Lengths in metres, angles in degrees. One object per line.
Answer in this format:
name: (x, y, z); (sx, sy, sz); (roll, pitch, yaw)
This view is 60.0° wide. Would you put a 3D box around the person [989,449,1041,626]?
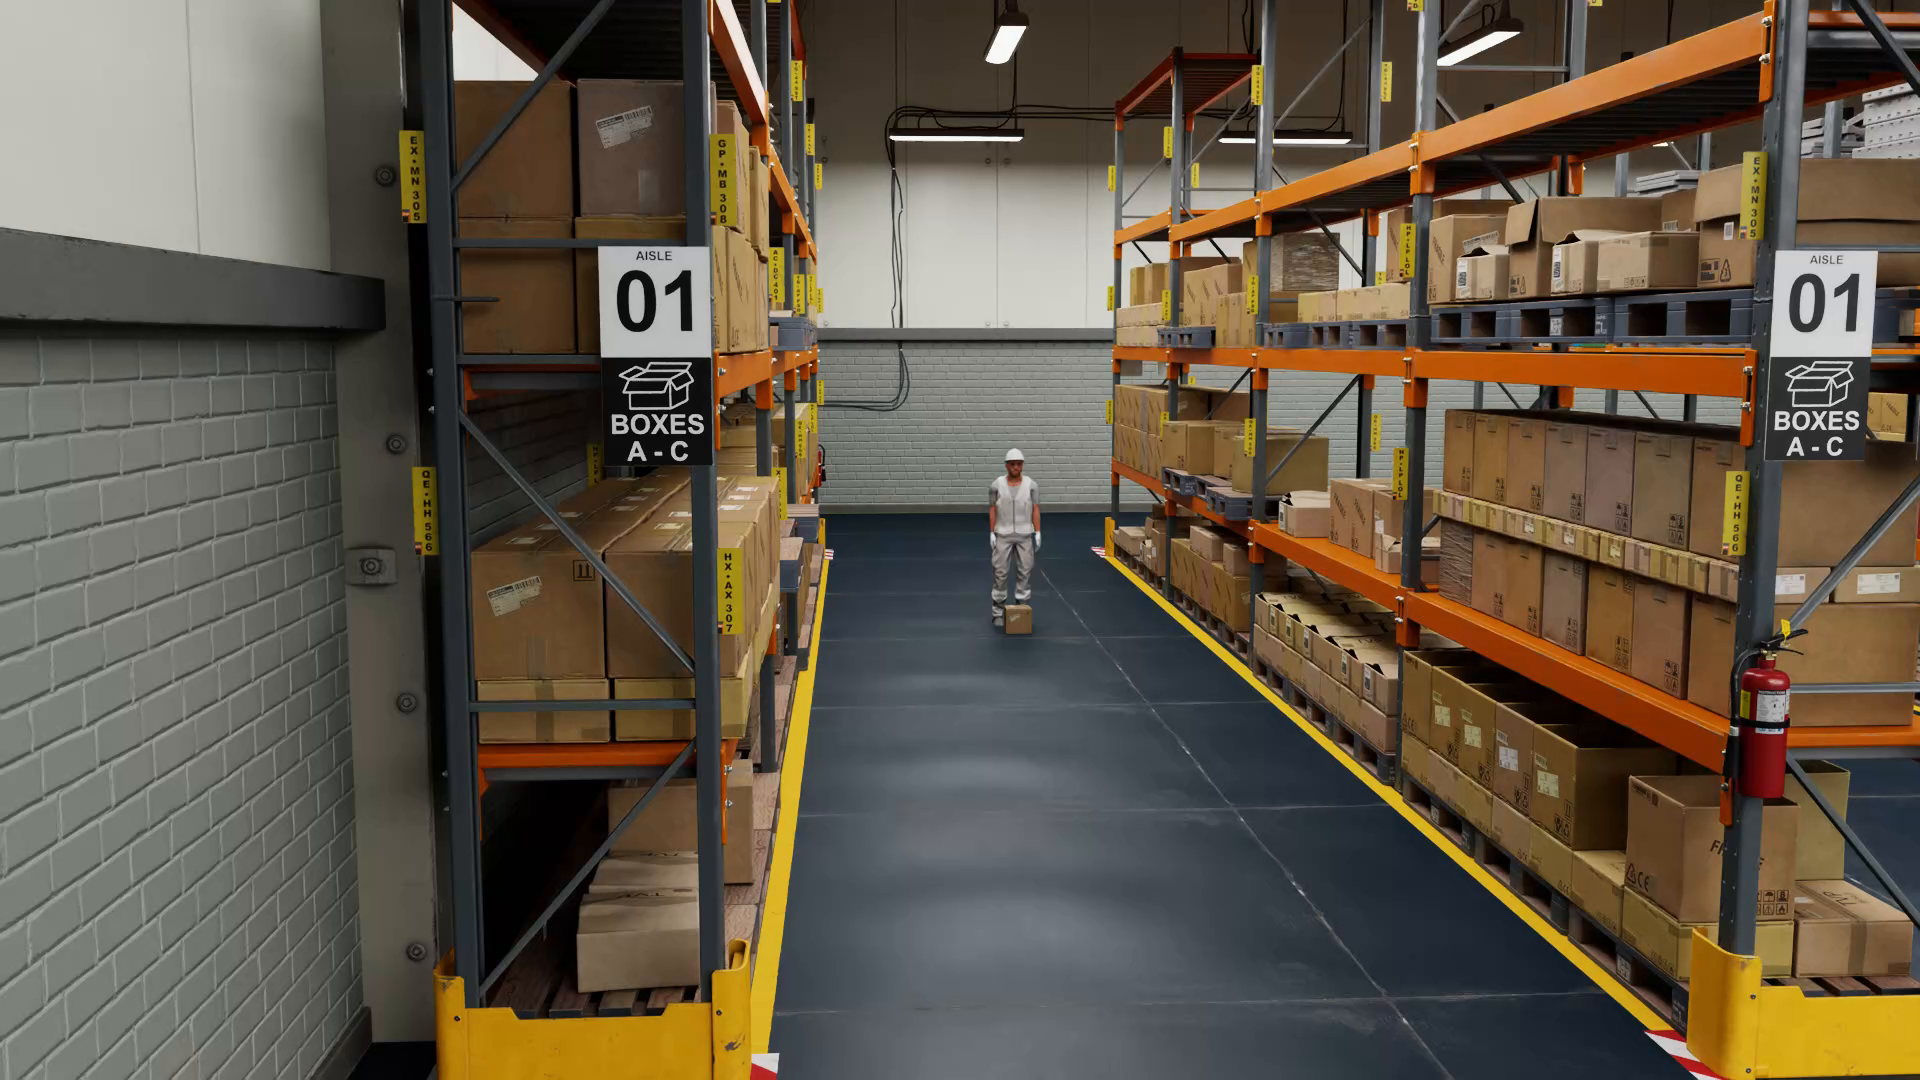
person: (0.558, -0.015, 16.886); (0.534, 1.821, 0.347); (0, 7, -2)
